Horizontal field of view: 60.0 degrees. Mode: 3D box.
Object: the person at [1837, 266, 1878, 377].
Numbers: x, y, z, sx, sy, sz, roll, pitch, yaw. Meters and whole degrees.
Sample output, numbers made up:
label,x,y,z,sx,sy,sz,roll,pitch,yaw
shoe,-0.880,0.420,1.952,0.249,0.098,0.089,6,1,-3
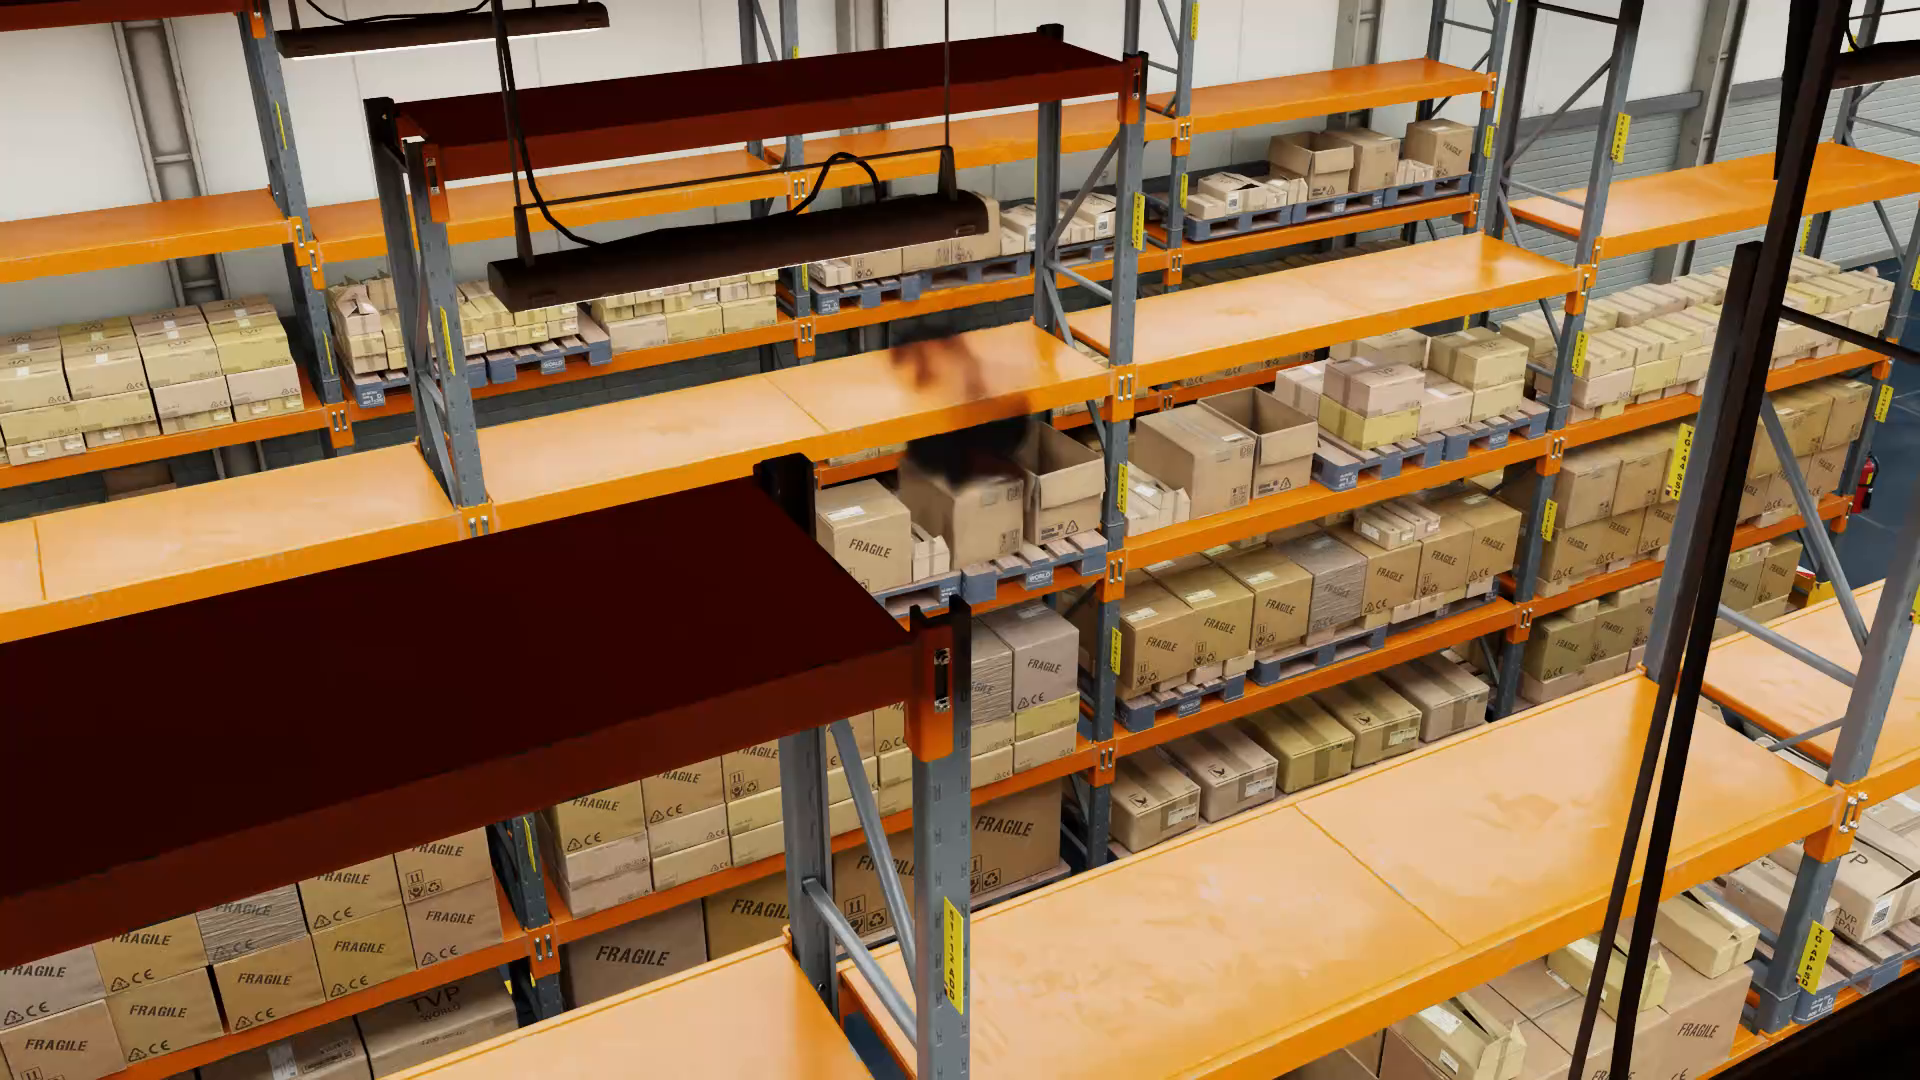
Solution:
label,x,y,z,sx,sy,sz,roll,pitch,yaw
person,10.517,-2.415,19.692,0.723,1.728,0.761,-22,35,-35
